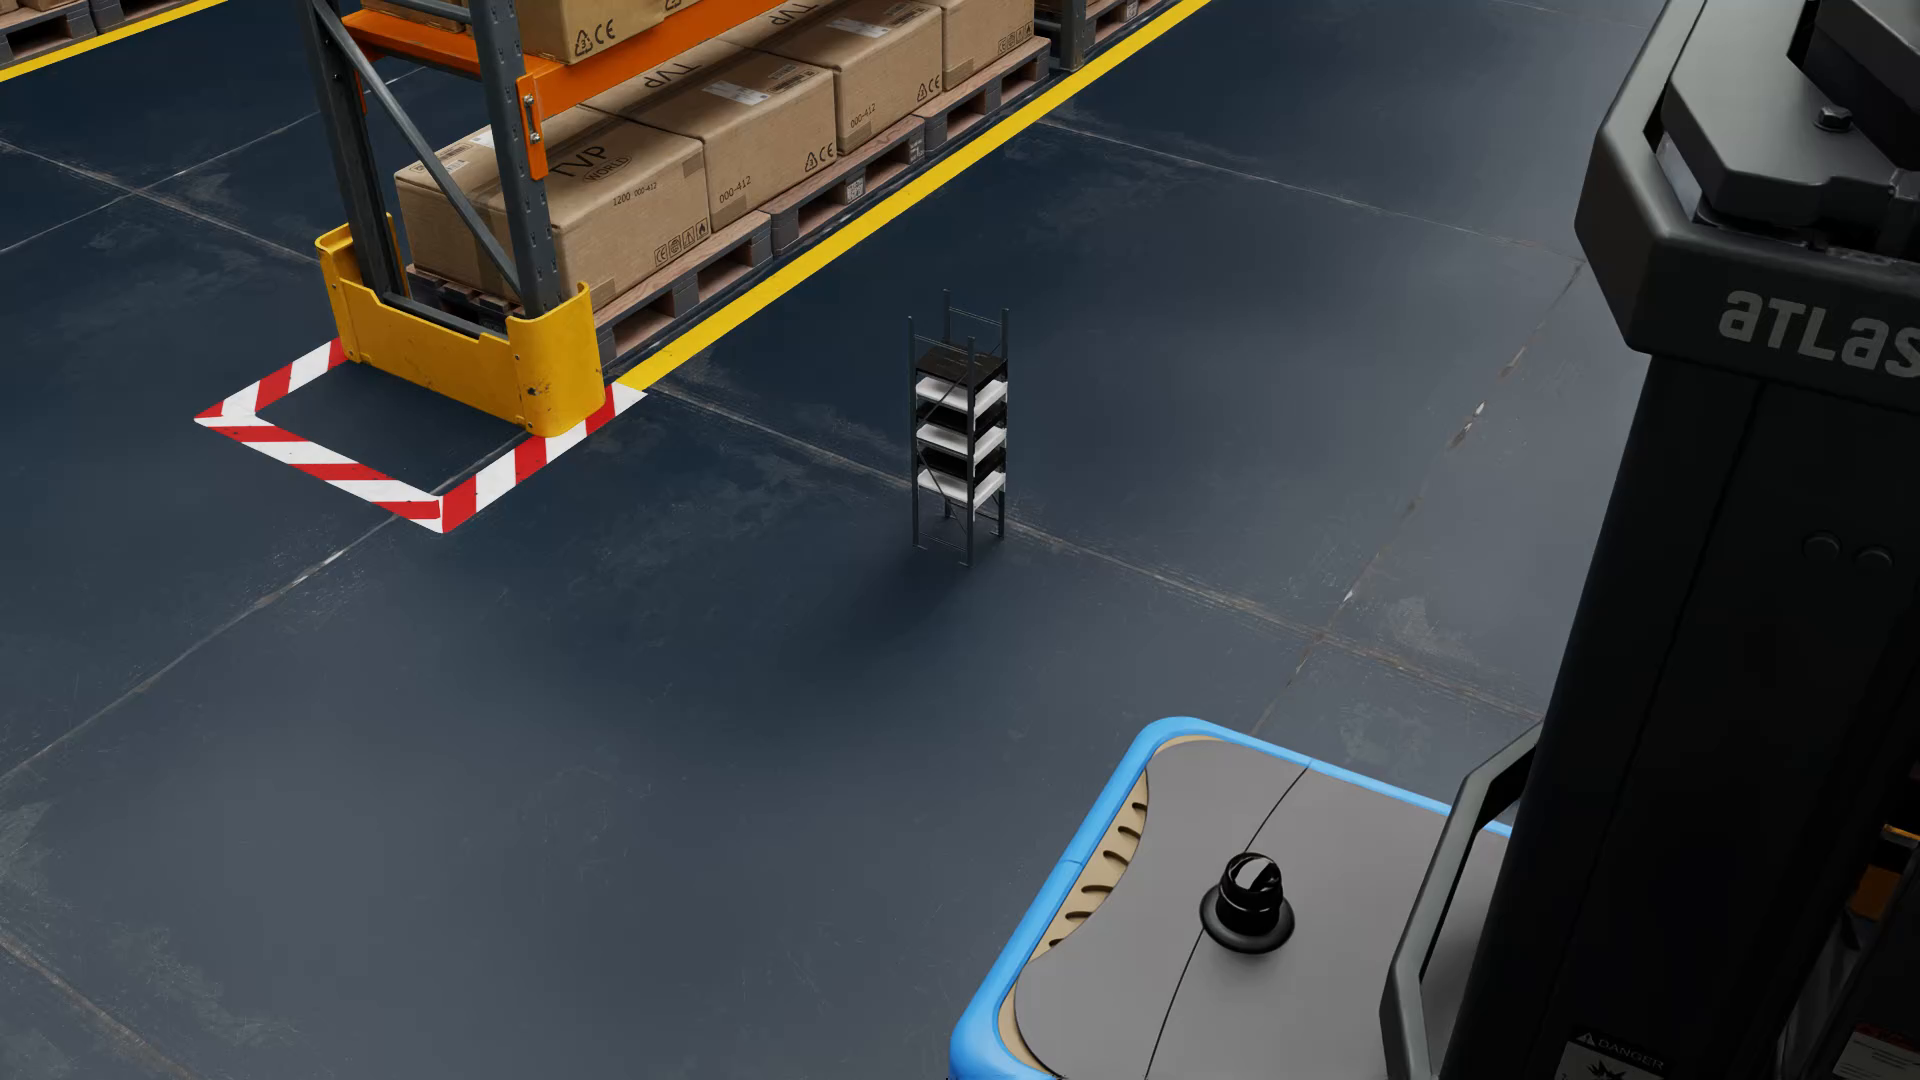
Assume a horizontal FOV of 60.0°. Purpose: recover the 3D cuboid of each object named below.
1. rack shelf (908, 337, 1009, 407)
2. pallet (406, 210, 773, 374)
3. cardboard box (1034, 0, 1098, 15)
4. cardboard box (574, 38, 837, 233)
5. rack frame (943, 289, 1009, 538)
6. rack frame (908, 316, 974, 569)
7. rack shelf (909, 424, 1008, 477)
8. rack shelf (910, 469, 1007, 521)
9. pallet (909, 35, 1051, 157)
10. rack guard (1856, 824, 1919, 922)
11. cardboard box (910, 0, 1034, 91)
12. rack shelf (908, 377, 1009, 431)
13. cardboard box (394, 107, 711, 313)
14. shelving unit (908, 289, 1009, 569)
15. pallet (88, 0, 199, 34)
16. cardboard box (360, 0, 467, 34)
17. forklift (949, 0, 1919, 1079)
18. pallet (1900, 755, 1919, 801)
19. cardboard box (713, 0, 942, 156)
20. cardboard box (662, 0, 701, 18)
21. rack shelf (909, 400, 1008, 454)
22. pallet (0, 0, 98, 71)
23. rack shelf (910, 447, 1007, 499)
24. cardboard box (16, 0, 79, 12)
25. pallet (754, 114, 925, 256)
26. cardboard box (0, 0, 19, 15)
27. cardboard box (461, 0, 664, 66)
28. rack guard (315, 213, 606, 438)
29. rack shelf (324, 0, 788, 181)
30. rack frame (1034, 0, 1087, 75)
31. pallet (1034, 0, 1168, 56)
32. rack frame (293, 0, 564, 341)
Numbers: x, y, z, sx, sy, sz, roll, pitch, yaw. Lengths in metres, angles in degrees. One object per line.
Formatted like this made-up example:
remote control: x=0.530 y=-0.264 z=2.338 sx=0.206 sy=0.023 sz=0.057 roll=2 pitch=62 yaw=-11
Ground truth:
rack shelf: x=-0.004 y=-0.540 z=5.325 sx=0.258 sy=0.077 sz=0.200 roll=21 pitch=42 yaw=25
pallet: x=-1.557 y=-1.181 z=7.110 sx=1.003 sy=0.211 sz=1.213 roll=21 pitch=42 yaw=25
cardboard box: x=0.488 y=-3.581 z=9.334 sx=0.875 sy=0.875 sz=0.875 roll=23 pitch=43 yaw=26
cardboard box: x=-1.167 y=-1.847 z=7.444 sx=0.875 sy=0.438 sz=0.875 roll=22 pitch=43 yaw=26
rack frame: x=0.050 y=-0.405 z=5.538 sx=0.240 sy=0.900 sz=0.006 roll=21 pitch=42 yaw=25
rack frame: x=-0.059 y=-0.300 z=5.402 sx=0.240 sy=0.900 sz=0.006 roll=21 pitch=42 yaw=25
rack shelf: x=-0.004 y=-0.326 z=5.490 sx=0.258 sy=0.077 sz=0.200 roll=21 pitch=42 yaw=25
rack shelf: x=-0.004 y=-0.183 z=5.600 sx=0.258 sy=0.077 sz=0.200 roll=21 pitch=42 yaw=25
pallet: x=-0.250 y=-2.439 z=8.741 sx=1.003 sy=0.211 sz=1.213 roll=21 pitch=42 yaw=25
rack guard: x=2.355 y=0.670 z=4.472 sx=1.175 sy=0.500 sz=0.348 roll=21 pitch=42 yaw=25
cardboard box: x=-0.203 y=-2.773 z=8.645 sx=0.875 sy=0.438 sz=0.875 roll=21 pitch=42 yaw=24
rack shelf: x=-0.004 y=-0.468 z=5.380 sx=0.258 sy=0.077 sz=0.200 roll=21 pitch=42 yaw=25
cardboard box: x=-1.650 y=-1.373 z=6.828 sx=0.875 sy=0.438 sz=0.875 roll=20 pitch=42 yaw=24
shelving unit: x=-0.004 y=-0.352 z=5.470 sx=0.258 sy=0.900 sz=0.210 roll=21 pitch=42 yaw=25
pallet: x=-4.991 y=-3.442 z=10.042 sx=1.003 sy=0.211 sz=1.213 roll=21 pitch=42 yaw=25
cardboard box: x=-1.884 y=-2.223 z=6.095 sx=0.500 sy=0.500 sz=0.500 roll=21 pitch=42 yaw=25
forklift: x=1.513 y=0.721 z=2.414 sx=3.031 sy=2.935 sz=1.130 roll=18 pitch=41 yaw=22
pallet: x=2.820 y=0.377 z=5.088 sx=1.003 sy=0.211 sz=1.213 roll=21 pitch=42 yaw=25
cardboard box: x=-0.682 y=-2.311 z=8.046 sx=0.875 sy=0.438 sz=0.875 roll=20 pitch=42 yaw=24
cardboard box: x=-1.172 y=-2.311 z=6.209 sx=0.500 sy=0.500 sz=0.500 roll=21 pitch=42 yaw=25
rack shelf: x=-0.004 y=-0.397 z=5.435 sx=0.258 sy=0.077 sz=0.200 roll=21 pitch=42 yaw=25
pallet: x=-5.645 y=-2.816 z=9.230 sx=1.003 sy=0.211 sz=1.213 roll=21 pitch=42 yaw=25
rack shelf: x=-0.004 y=-0.255 z=5.545 sx=0.258 sy=0.077 sz=0.200 roll=21 pitch=42 yaw=25
cardboard box: x=-5.214 y=-3.358 z=9.353 sx=0.700 sy=0.500 sz=0.500 roll=23 pitch=43 yaw=27
pallet: x=-0.903 y=-1.808 z=7.922 sx=1.003 sy=0.211 sz=1.213 roll=21 pitch=42 yaw=25
cardboard box: x=-5.444 y=-2.998 z=9.173 sx=0.380 sy=0.149 sz=0.250 roll=19 pitch=42 yaw=23
cardboard box: x=-1.420 y=-2.041 z=5.859 sx=0.500 sy=0.500 sz=0.500 roll=21 pitch=42 yaw=25
rack guard: x=-1.932 y=-0.846 z=6.438 sx=1.175 sy=0.500 sz=0.348 roll=21 pitch=42 yaw=25
rack shelf: x=-0.848 y=-2.594 z=7.247 sx=1.077 sy=0.370 sz=4.000 roll=21 pitch=42 yaw=25
rack frame: x=0.224 y=-3.910 z=8.365 sx=1.000 sy=3.000 sz=0.127 roll=21 pitch=42 yaw=25
pallet: x=0.573 y=-3.228 z=9.765 sx=1.003 sy=0.211 sz=1.213 roll=21 pitch=42 yaw=25
rack frame: x=-1.919 y=-1.848 z=5.690 sx=1.000 sy=3.000 sz=0.127 roll=21 pitch=42 yaw=25
